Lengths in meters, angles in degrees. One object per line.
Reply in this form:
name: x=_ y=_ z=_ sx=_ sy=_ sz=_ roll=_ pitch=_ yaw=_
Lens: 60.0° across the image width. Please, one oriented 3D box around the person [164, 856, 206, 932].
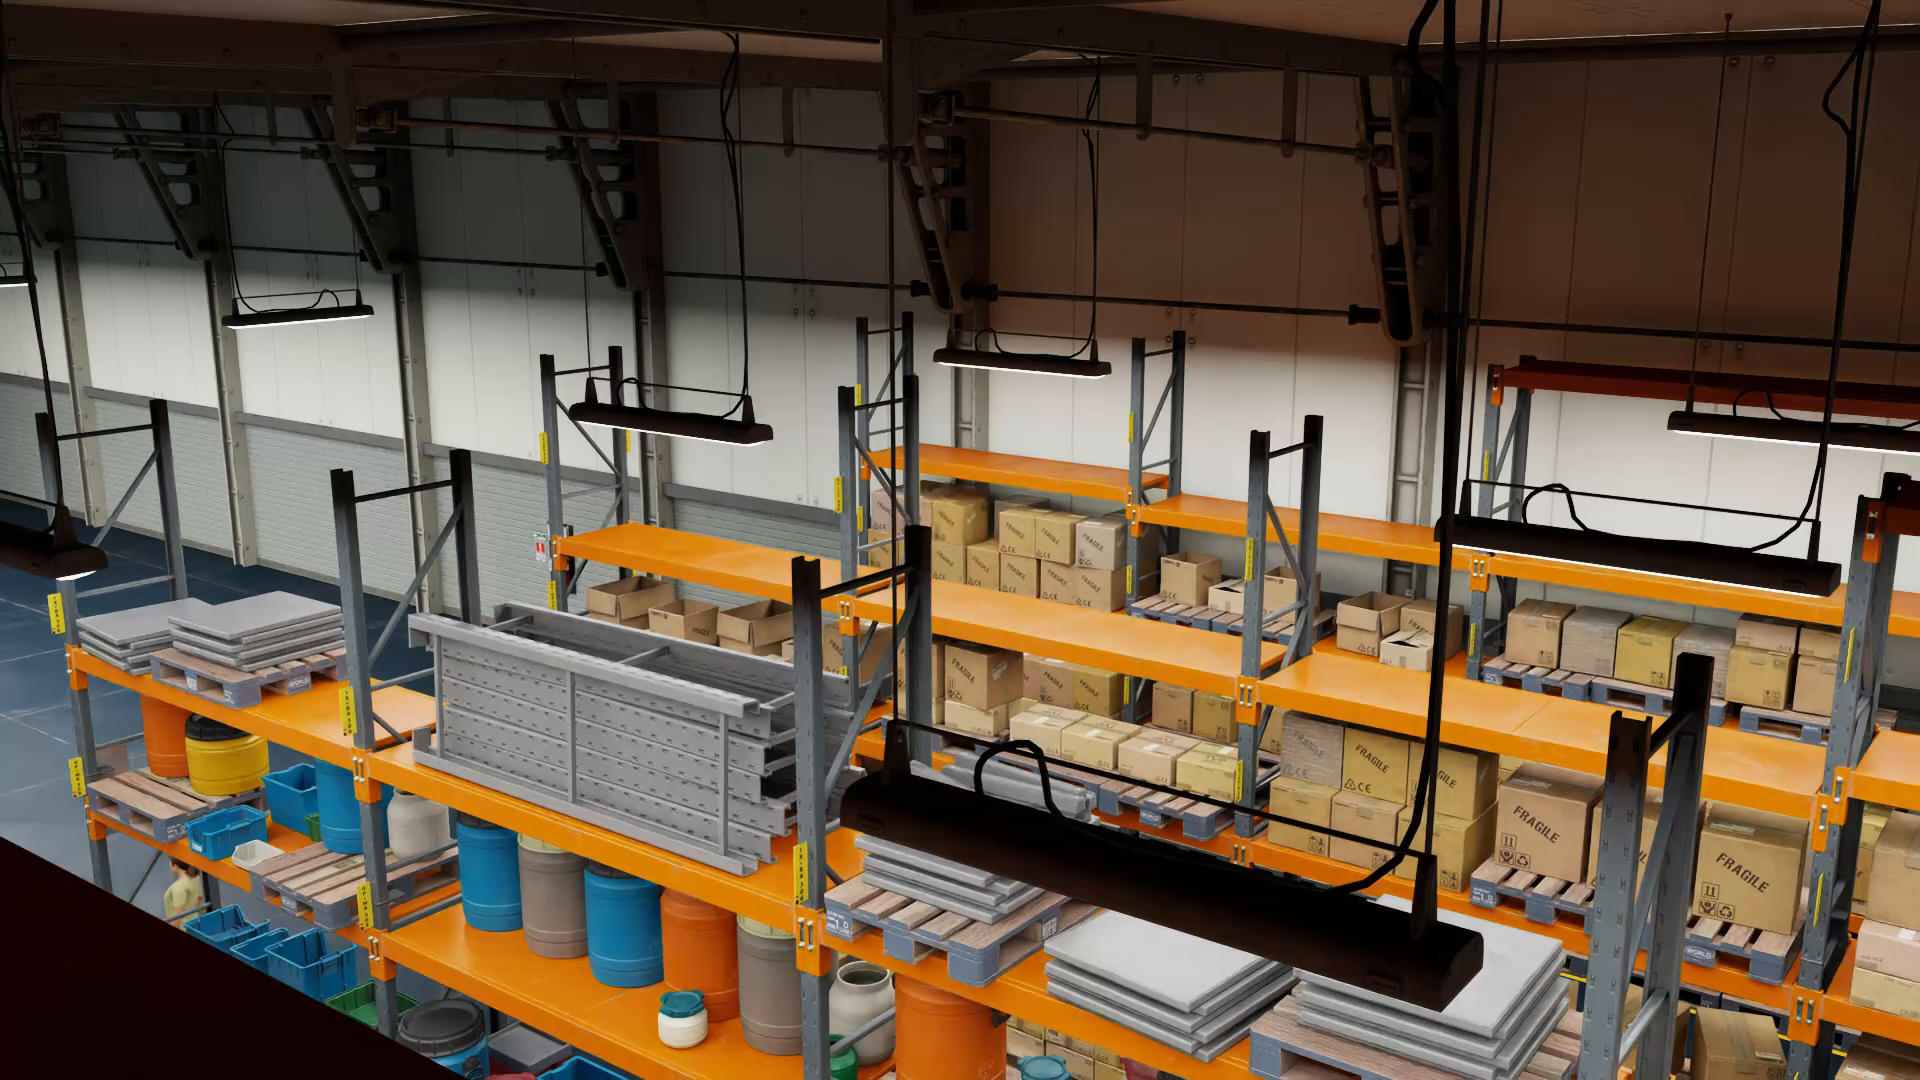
person: x=-7.331 y=3.693 z=15.705 sx=0.825 sy=1.634 sz=0.476 roll=-2 pitch=13 yaw=-8
